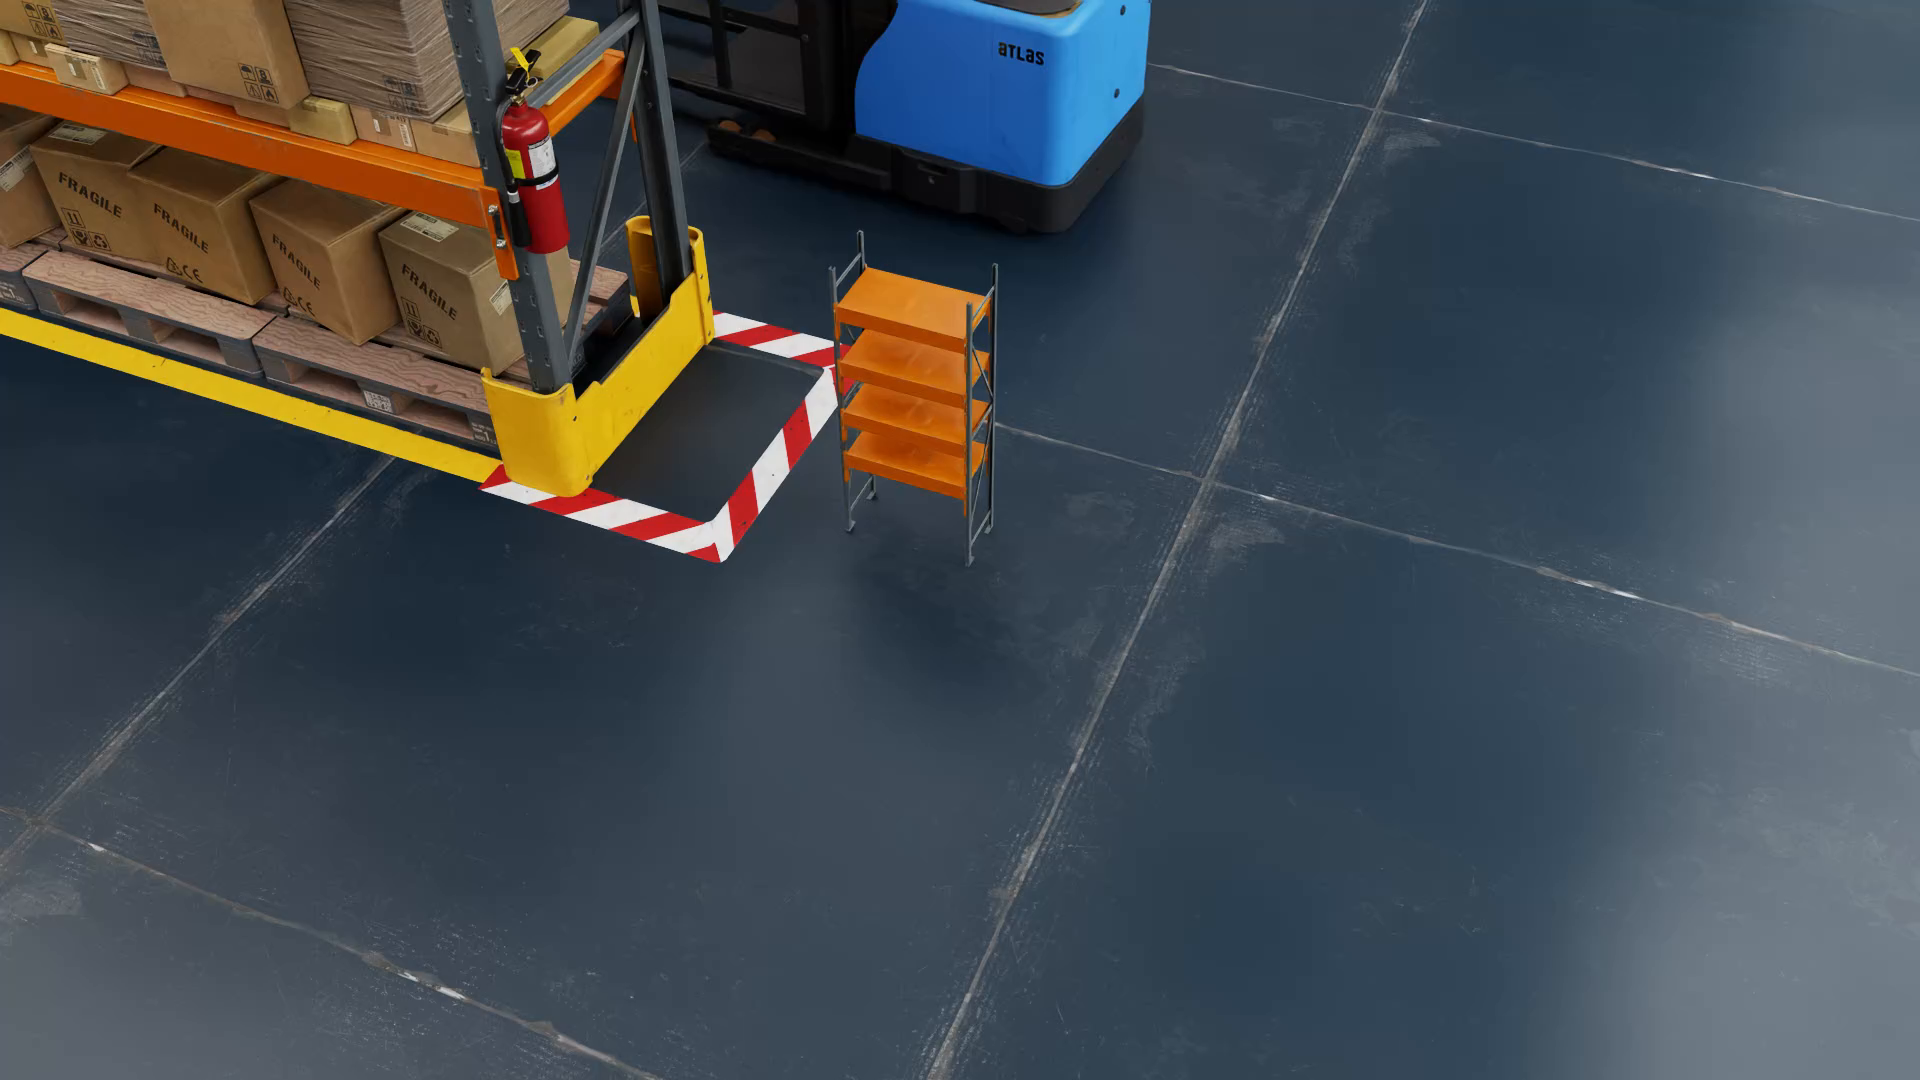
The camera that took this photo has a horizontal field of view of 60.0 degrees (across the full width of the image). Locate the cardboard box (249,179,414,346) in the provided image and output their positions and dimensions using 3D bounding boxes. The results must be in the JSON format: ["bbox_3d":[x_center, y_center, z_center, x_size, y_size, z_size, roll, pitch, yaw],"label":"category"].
[{"bbox_3d":[-2.479,-1.203,6.807,0.500,0.500,0.500,29,52,26],"label":"cardboard box"}]

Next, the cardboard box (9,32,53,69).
[{"bbox_3d":[-3.316,-1.926,6.237,0.250,0.149,0.380,16,47,16],"label":"cardboard box"}]

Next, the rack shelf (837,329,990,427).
[{"bbox_3d":[-0.153,-0.581,5.762,0.480,0.148,0.258,16,47,16],"label":"rack shelf"}]

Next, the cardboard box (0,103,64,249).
[{"bbox_3d":[-4.151,-1.684,7.290,0.500,0.500,0.500,32,53,28],"label":"cardboard box"}]

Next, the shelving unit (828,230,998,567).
[{"bbox_3d":[-0.153,-0.470,5.872,0.503,1.200,0.258,16,47,16],"label":"shelving unit"}]

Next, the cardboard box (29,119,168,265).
[{"bbox_3d":[-3.548,-1.566,7.172,0.500,0.500,0.500,13,46,12],"label":"cardboard box"}]

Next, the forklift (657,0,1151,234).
[{"bbox_3d":[-0.656,-3.166,7.354,3.031,2.935,1.130,20,48,19],"label":"forklift"}]

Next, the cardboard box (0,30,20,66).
[{"bbox_3d":[-3.564,-1.964,6.275,0.250,0.149,0.380,16,47,16],"label":"cardboard box"}]

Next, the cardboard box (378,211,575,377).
[{"bbox_3d":[-1.914,-1.063,6.666,0.500,0.500,0.500,25,50,23],"label":"cardboard box"}]

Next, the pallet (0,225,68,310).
[{"bbox_3d":[-4.403,-1.558,7.666,1.213,0.211,1.003,16,47,16],"label":"pallet"}]

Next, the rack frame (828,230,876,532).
[{"bbox_3d":[-0.378,-0.537,5.939,0.015,1.200,0.240,16,47,16],"label":"rack frame"}]

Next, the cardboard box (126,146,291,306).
[{"bbox_3d":[-3.050,-1.385,6.990,0.500,0.500,0.500,21,48,19],"label":"cardboard box"}]

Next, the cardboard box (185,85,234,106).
[{"bbox_3d":[-2.607,-1.749,6.059,0.250,0.149,0.380,16,47,16],"label":"cardboard box"}]

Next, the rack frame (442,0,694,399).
[{"bbox_3d":[-1.344,-1.620,5.751,0.127,3.000,1.000,16,47,16],"label":"rack frame"}]

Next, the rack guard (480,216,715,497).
[{"bbox_3d":[-1.415,-0.754,6.654,0.348,0.500,1.175,16,47,16],"label":"rack guard"}]

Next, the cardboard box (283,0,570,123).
[{"bbox_3d":[-1.841,-1.928,5.779,0.500,0.500,0.875,16,47,16],"label":"cardboard box"}]

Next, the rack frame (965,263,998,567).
[{"bbox_3d":[0.072,-0.404,5.805,0.015,1.200,0.240,16,47,16],"label":"rack frame"}]

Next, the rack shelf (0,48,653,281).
[{"bbox_3d":[-3.190,-1.908,6.551,4.000,0.370,1.077,16,47,16],"label":"rack shelf"}]

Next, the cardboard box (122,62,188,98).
[{"bbox_3d":[-2.847,-1.803,6.113,0.250,0.149,0.380,16,47,16],"label":"cardboard box"}]

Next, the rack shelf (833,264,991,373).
[{"bbox_3d":[-0.153,-0.749,5.595,0.480,0.148,0.258,16,47,16],"label":"rack shelf"}]

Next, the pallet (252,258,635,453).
[{"bbox_3d":[-2.151,-0.896,7.000,1.213,0.211,1.003,16,47,16],"label":"pallet"}]

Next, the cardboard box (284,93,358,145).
[{"bbox_3d":[-2.168,-1.576,5.886,0.250,0.149,0.380,16,47,16],"label":"cardboard box"}]

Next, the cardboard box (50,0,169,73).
[{"bbox_3d":[-2.794,-2.149,6.002,0.500,0.500,0.875,16,47,16],"label":"cardboard box"}]

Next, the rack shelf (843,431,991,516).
[{"bbox_3d":[-0.153,-0.282,6.059,0.480,0.148,0.258,16,47,16],"label":"rack shelf"}]

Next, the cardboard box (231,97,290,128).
[{"bbox_3d":[-2.393,-1.654,5.964,0.250,0.149,0.380,16,47,16],"label":"cardboard box"}]

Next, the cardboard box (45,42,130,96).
[{"bbox_3d":[-3.112,-1.813,6.123,0.250,0.149,0.380,16,47,16],"label":"cardboard box"}]

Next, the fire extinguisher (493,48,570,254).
[{"bbox_3d":[-1.416,-1.261,5.446,0.183,0.674,0.296,16,47,16],"label":"fire extinguisher"}]

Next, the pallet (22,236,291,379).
[{"bbox_3d":[-3.273,-1.228,7.334,1.213,0.211,1.003,16,47,16],"label":"pallet"}]

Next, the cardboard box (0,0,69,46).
[{"bbox_3d":[-3.251,-2.293,6.146,0.500,0.500,0.875,16,47,16],"label":"cardboard box"}]

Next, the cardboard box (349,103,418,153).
[{"bbox_3d":[-1.917,-1.542,5.851,0.250,0.149,0.380,16,47,16],"label":"cardboard box"}]

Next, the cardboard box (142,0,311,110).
[{"bbox_3d":[-2.349,-1.986,5.837,0.500,0.500,0.875,16,47,16],"label":"cardboard box"}]

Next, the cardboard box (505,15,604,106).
[{"bbox_3d":[-1.516,-1.763,6.074,0.250,0.149,0.380,16,47,16],"label":"cardboard box"}]

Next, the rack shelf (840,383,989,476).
[{"bbox_3d":[-0.153,-0.423,5.919,0.480,0.148,0.258,16,47,16],"label":"rack shelf"}]

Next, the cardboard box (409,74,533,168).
[{"bbox_3d":[-1.687,-1.474,5.783,0.250,0.149,0.380,16,47,16],"label":"cardboard box"}]
